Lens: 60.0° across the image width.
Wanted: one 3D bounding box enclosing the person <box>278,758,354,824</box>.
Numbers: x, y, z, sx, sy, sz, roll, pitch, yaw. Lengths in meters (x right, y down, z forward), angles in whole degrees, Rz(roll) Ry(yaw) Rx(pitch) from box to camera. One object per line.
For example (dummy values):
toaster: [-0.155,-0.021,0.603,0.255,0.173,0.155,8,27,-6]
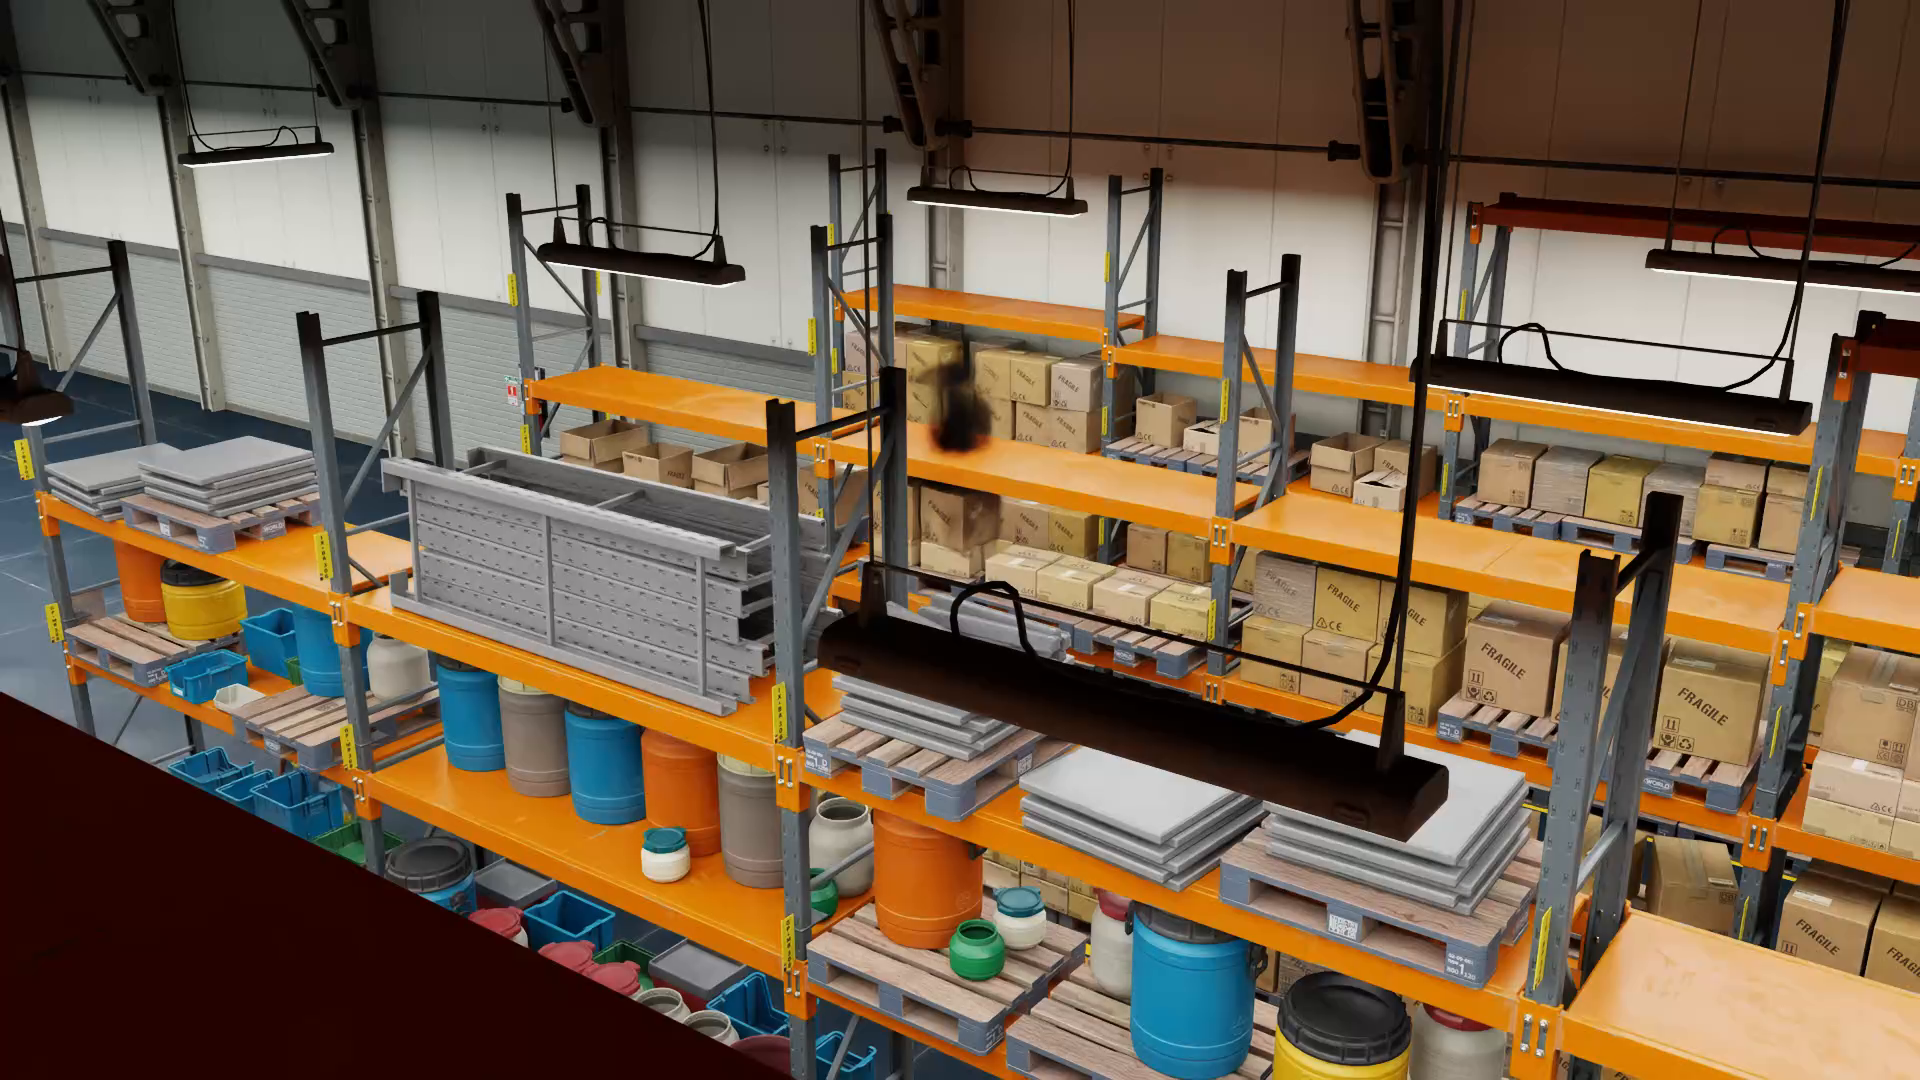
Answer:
person: [-6.235,2.100,16.025,0.495,1.741,0.660,6,19,18]
